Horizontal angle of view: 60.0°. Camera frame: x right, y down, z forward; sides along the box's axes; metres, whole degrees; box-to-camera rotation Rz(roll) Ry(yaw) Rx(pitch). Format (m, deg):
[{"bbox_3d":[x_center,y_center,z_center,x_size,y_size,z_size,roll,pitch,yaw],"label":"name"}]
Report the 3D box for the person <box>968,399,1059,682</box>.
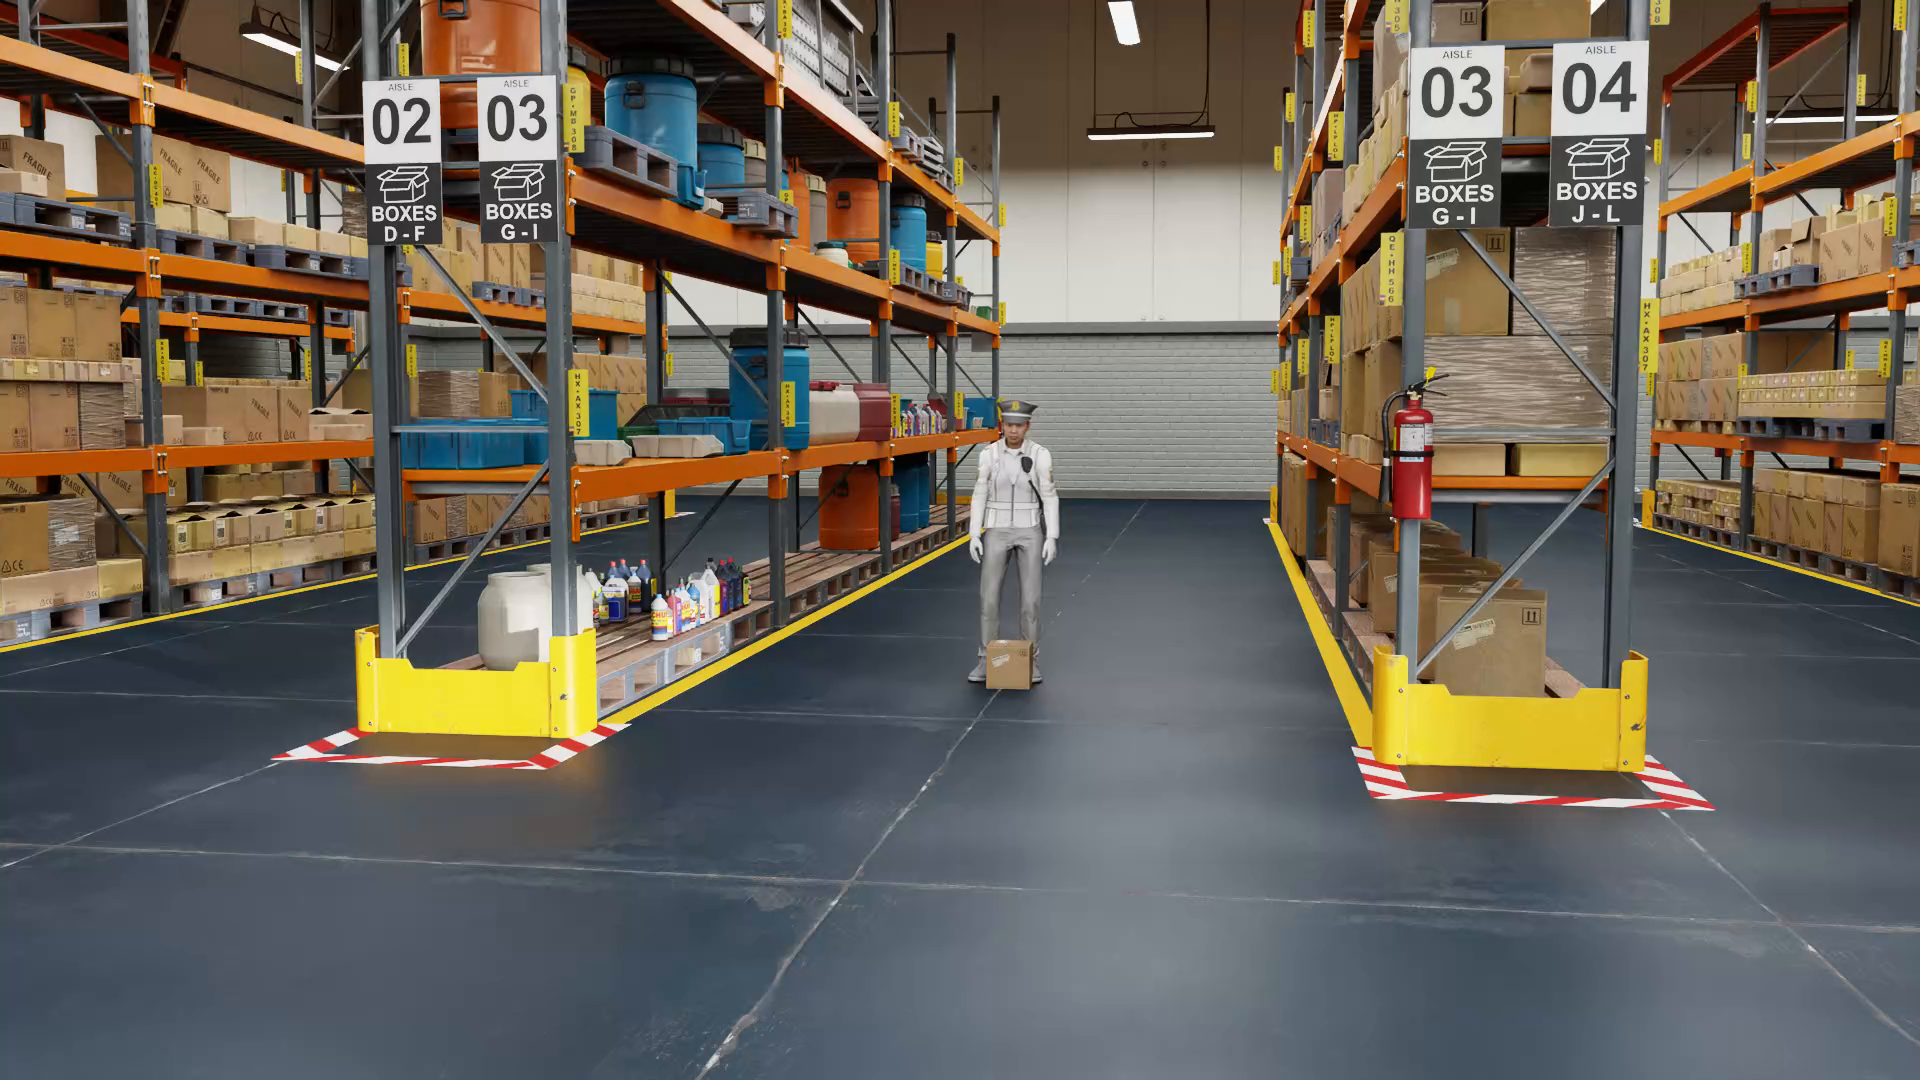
[{"bbox_3d":[0.319,0.002,9.853,0.535,1.663,0.379,1,5,8],"label":"person"}]
